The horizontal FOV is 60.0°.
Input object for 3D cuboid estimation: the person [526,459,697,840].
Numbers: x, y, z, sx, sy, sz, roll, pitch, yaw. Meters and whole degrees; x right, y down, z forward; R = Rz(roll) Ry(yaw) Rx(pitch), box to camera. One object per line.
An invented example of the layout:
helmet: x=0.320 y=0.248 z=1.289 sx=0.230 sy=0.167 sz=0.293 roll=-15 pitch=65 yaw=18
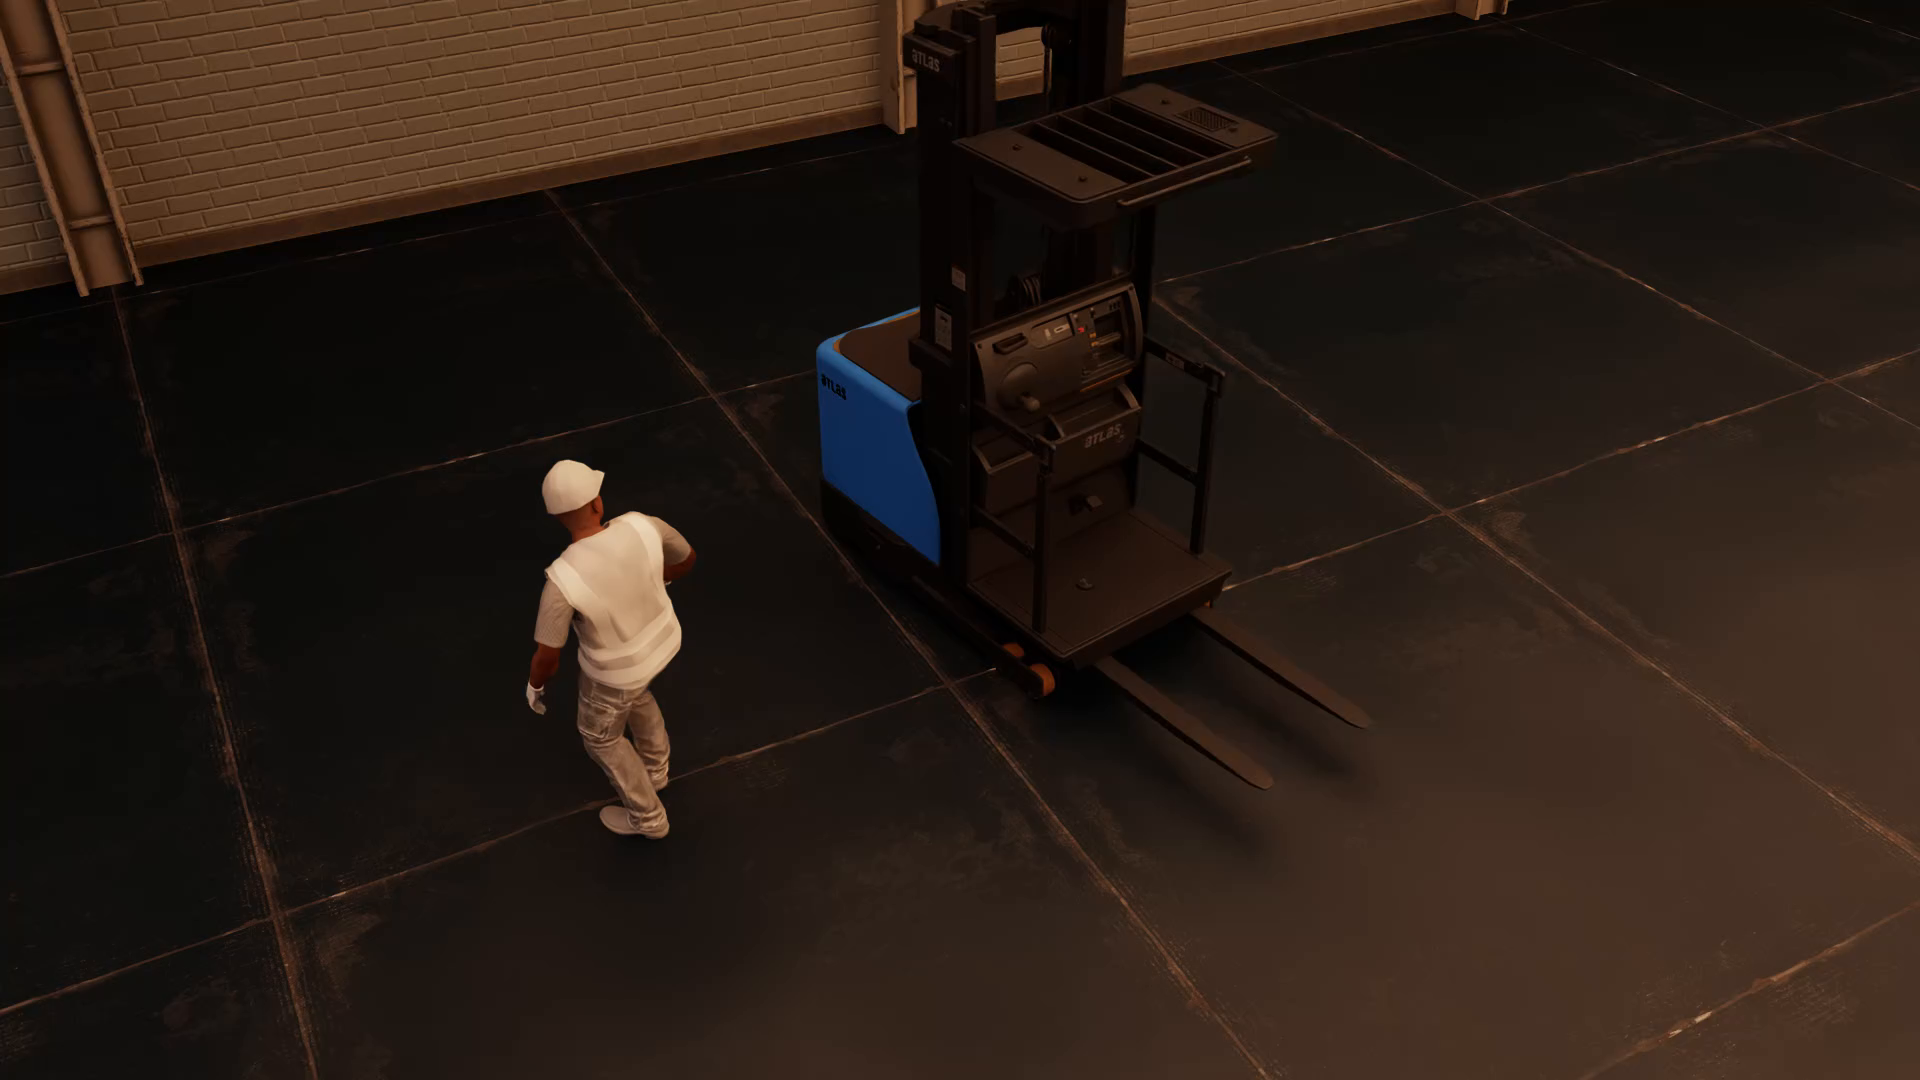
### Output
person: x=-1.400 y=0.437 z=6.536 sx=0.515 sy=1.746 sz=0.763 roll=20 pitch=40 yaw=25

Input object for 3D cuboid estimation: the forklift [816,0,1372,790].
forklift: x=0.579 y=-0.795 z=7.247 sx=1.130 sy=2.935 sz=3.031 roll=-24 pitch=42 yaw=-30
